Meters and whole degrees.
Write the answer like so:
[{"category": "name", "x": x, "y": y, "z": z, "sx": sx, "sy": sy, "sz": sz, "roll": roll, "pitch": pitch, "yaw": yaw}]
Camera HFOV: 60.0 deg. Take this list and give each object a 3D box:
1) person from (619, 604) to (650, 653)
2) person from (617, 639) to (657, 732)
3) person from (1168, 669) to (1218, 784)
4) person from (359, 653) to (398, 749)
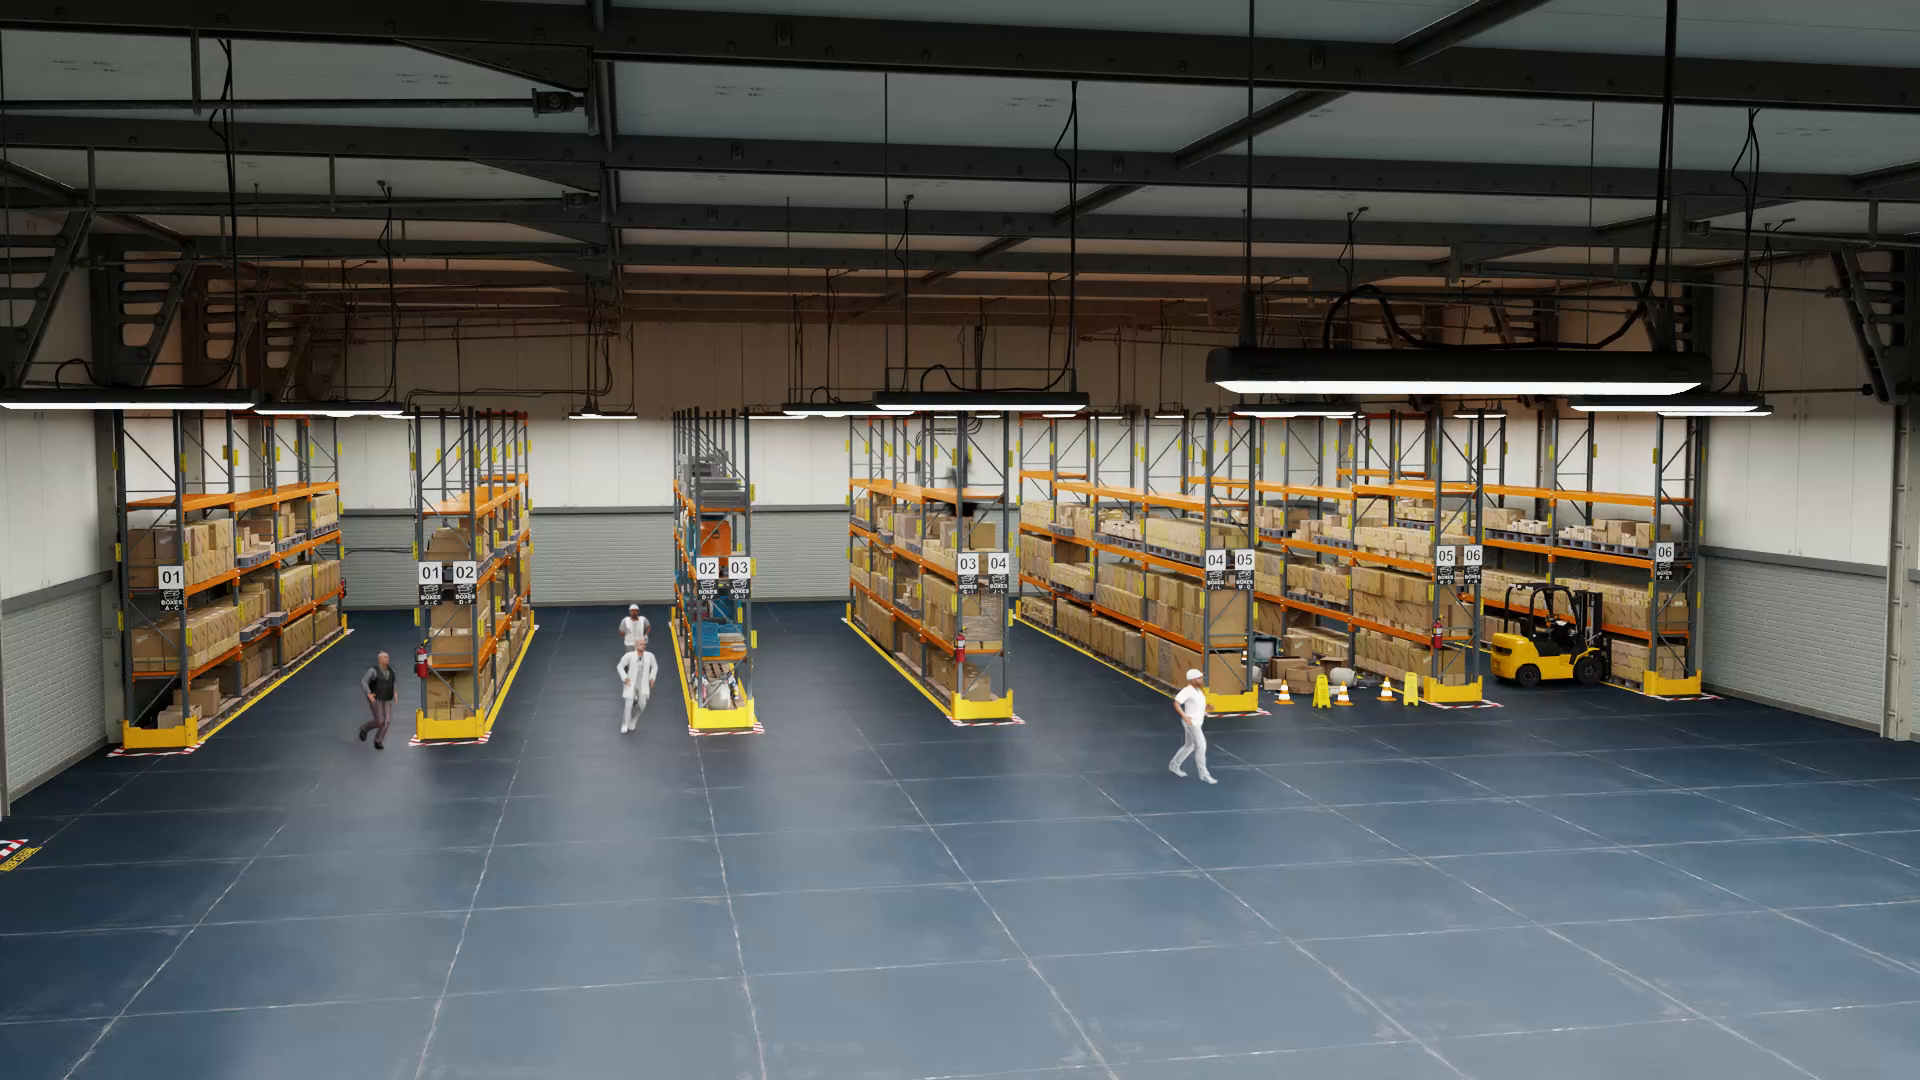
[{"category": "person", "x": -6.974, "y": 2.296, "z": 35.655, "sx": 0.657, "sy": 1.841, "sz": 0.736, "roll": -1, "pitch": 4, "yaw": -10}, {"category": "person", "x": -5.936, "y": 2.681, "z": 30.699, "sx": 0.774, "sy": 1.715, "sz": 0.576, "roll": -2, "pitch": 4, "yaw": -21}, {"category": "person", "x": 3.715, "y": 2.942, "z": 26.448, "sx": 0.827, "sy": 1.793, "sz": 0.687, "roll": 1, "pitch": 4, "yaw": 19}, {"category": "person", "x": -10.179, "y": 2.814, "z": 29.301, "sx": 0.640, "sy": 1.652, "sz": 0.698, "roll": 3, "pitch": 5, "yaw": 37}]
